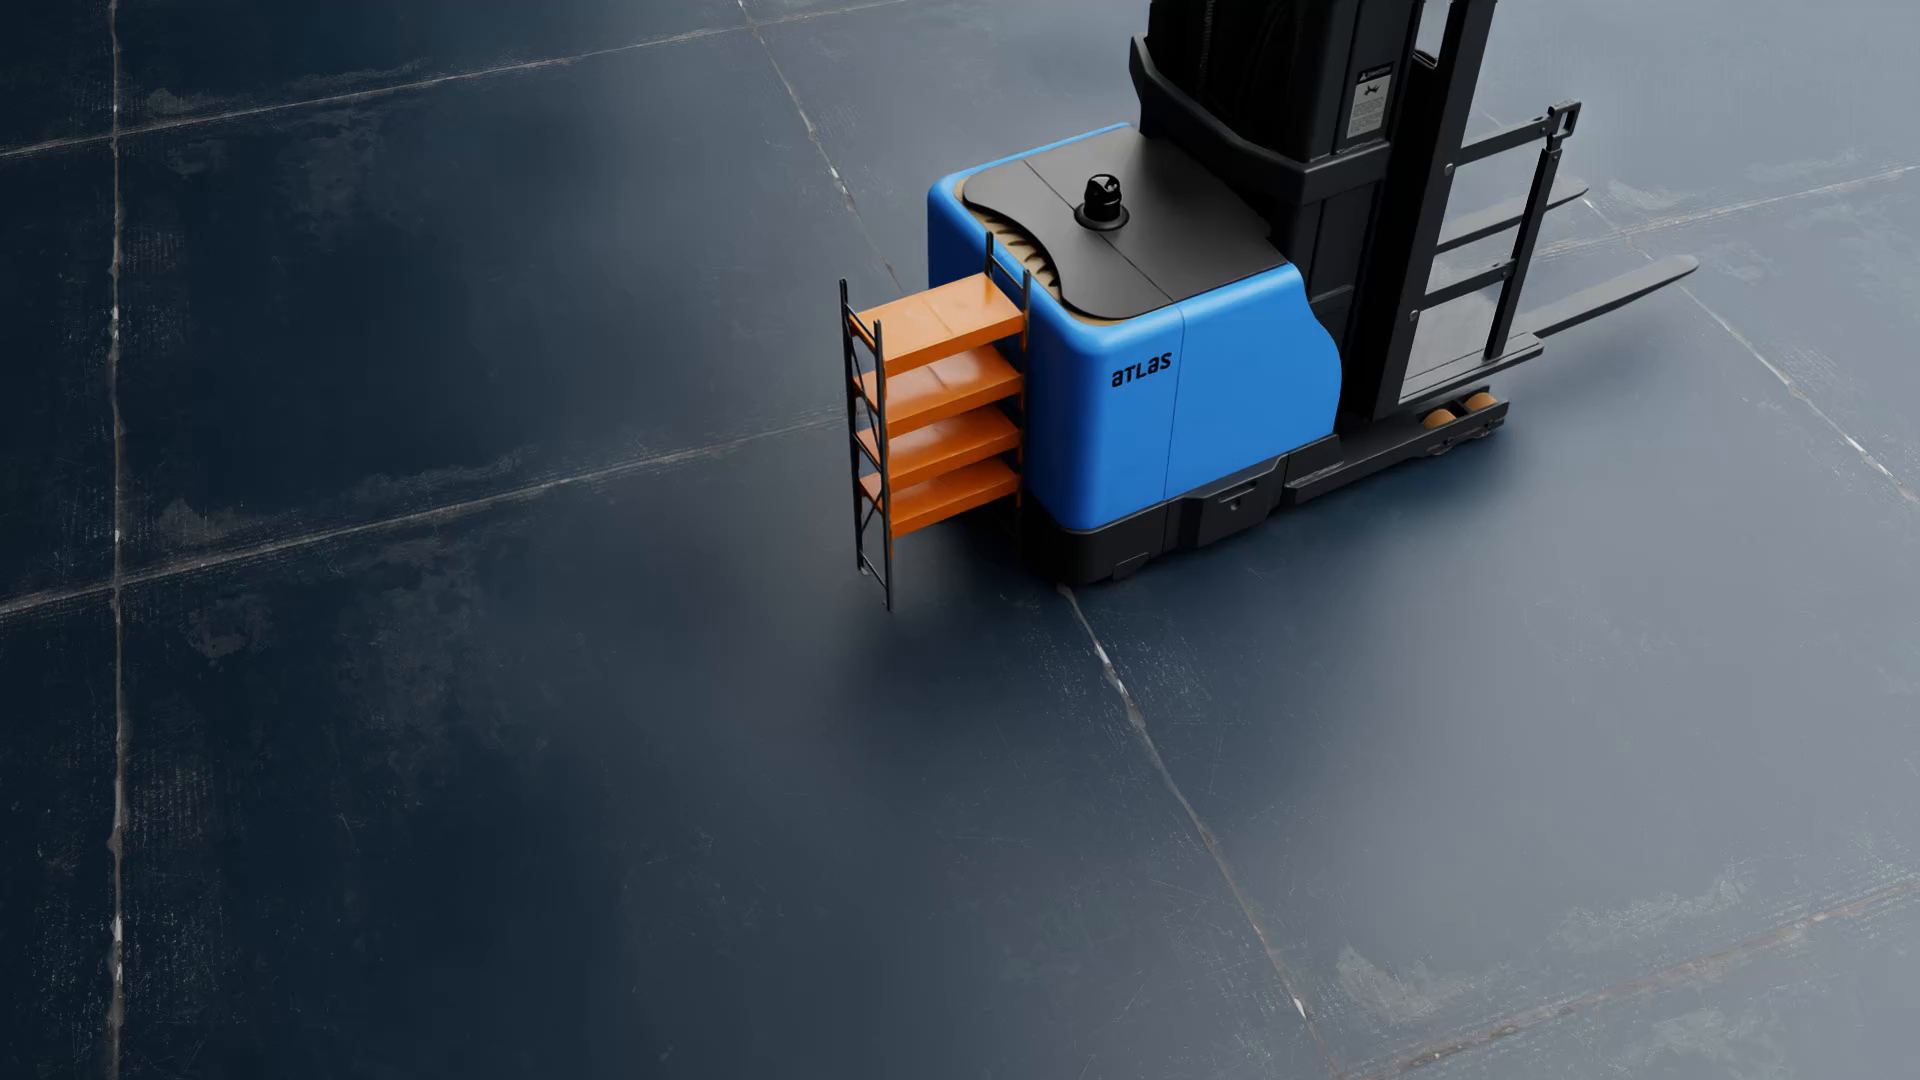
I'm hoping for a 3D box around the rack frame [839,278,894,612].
[{"bbox_3d":[-0.285,-0.260,5.162,0.015,1.200,0.240,-21,49,-20],"label":"rack frame"}]

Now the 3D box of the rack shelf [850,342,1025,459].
[{"bbox_3d":[-0.071,-0.454,5.134,0.480,0.148,0.258,-21,49,-20],"label":"rack shelf"}]

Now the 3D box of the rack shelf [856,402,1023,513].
[{"bbox_3d":[-0.071,-0.296,5.293,0.480,0.148,0.258,-21,49,-20],"label":"rack shelf"}]

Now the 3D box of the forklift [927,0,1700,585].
[{"bbox_3d":[1.419,-1.651,5.326,3.031,2.935,1.130,-21,49,-20],"label":"forklift"}]

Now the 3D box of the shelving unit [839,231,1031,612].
[{"bbox_3d":[-0.071,-0.343,5.245,0.503,1.200,0.258,-21,49,-20],"label":"shelving unit"}]

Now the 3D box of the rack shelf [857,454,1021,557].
[{"bbox_3d":[-0.071,-0.156,5.433,0.480,0.148,0.258,-21,49,-20],"label":"rack shelf"}]

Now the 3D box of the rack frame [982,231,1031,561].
[{"bbox_3d":[0.142,-0.427,5.328,0.015,1.200,0.240,-21,49,-20],"label":"rack frame"}]

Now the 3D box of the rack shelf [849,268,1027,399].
[{"bbox_3d":[-0.071,-0.621,4.967,0.480,0.148,0.258,-21,49,-20],"label":"rack shelf"}]
